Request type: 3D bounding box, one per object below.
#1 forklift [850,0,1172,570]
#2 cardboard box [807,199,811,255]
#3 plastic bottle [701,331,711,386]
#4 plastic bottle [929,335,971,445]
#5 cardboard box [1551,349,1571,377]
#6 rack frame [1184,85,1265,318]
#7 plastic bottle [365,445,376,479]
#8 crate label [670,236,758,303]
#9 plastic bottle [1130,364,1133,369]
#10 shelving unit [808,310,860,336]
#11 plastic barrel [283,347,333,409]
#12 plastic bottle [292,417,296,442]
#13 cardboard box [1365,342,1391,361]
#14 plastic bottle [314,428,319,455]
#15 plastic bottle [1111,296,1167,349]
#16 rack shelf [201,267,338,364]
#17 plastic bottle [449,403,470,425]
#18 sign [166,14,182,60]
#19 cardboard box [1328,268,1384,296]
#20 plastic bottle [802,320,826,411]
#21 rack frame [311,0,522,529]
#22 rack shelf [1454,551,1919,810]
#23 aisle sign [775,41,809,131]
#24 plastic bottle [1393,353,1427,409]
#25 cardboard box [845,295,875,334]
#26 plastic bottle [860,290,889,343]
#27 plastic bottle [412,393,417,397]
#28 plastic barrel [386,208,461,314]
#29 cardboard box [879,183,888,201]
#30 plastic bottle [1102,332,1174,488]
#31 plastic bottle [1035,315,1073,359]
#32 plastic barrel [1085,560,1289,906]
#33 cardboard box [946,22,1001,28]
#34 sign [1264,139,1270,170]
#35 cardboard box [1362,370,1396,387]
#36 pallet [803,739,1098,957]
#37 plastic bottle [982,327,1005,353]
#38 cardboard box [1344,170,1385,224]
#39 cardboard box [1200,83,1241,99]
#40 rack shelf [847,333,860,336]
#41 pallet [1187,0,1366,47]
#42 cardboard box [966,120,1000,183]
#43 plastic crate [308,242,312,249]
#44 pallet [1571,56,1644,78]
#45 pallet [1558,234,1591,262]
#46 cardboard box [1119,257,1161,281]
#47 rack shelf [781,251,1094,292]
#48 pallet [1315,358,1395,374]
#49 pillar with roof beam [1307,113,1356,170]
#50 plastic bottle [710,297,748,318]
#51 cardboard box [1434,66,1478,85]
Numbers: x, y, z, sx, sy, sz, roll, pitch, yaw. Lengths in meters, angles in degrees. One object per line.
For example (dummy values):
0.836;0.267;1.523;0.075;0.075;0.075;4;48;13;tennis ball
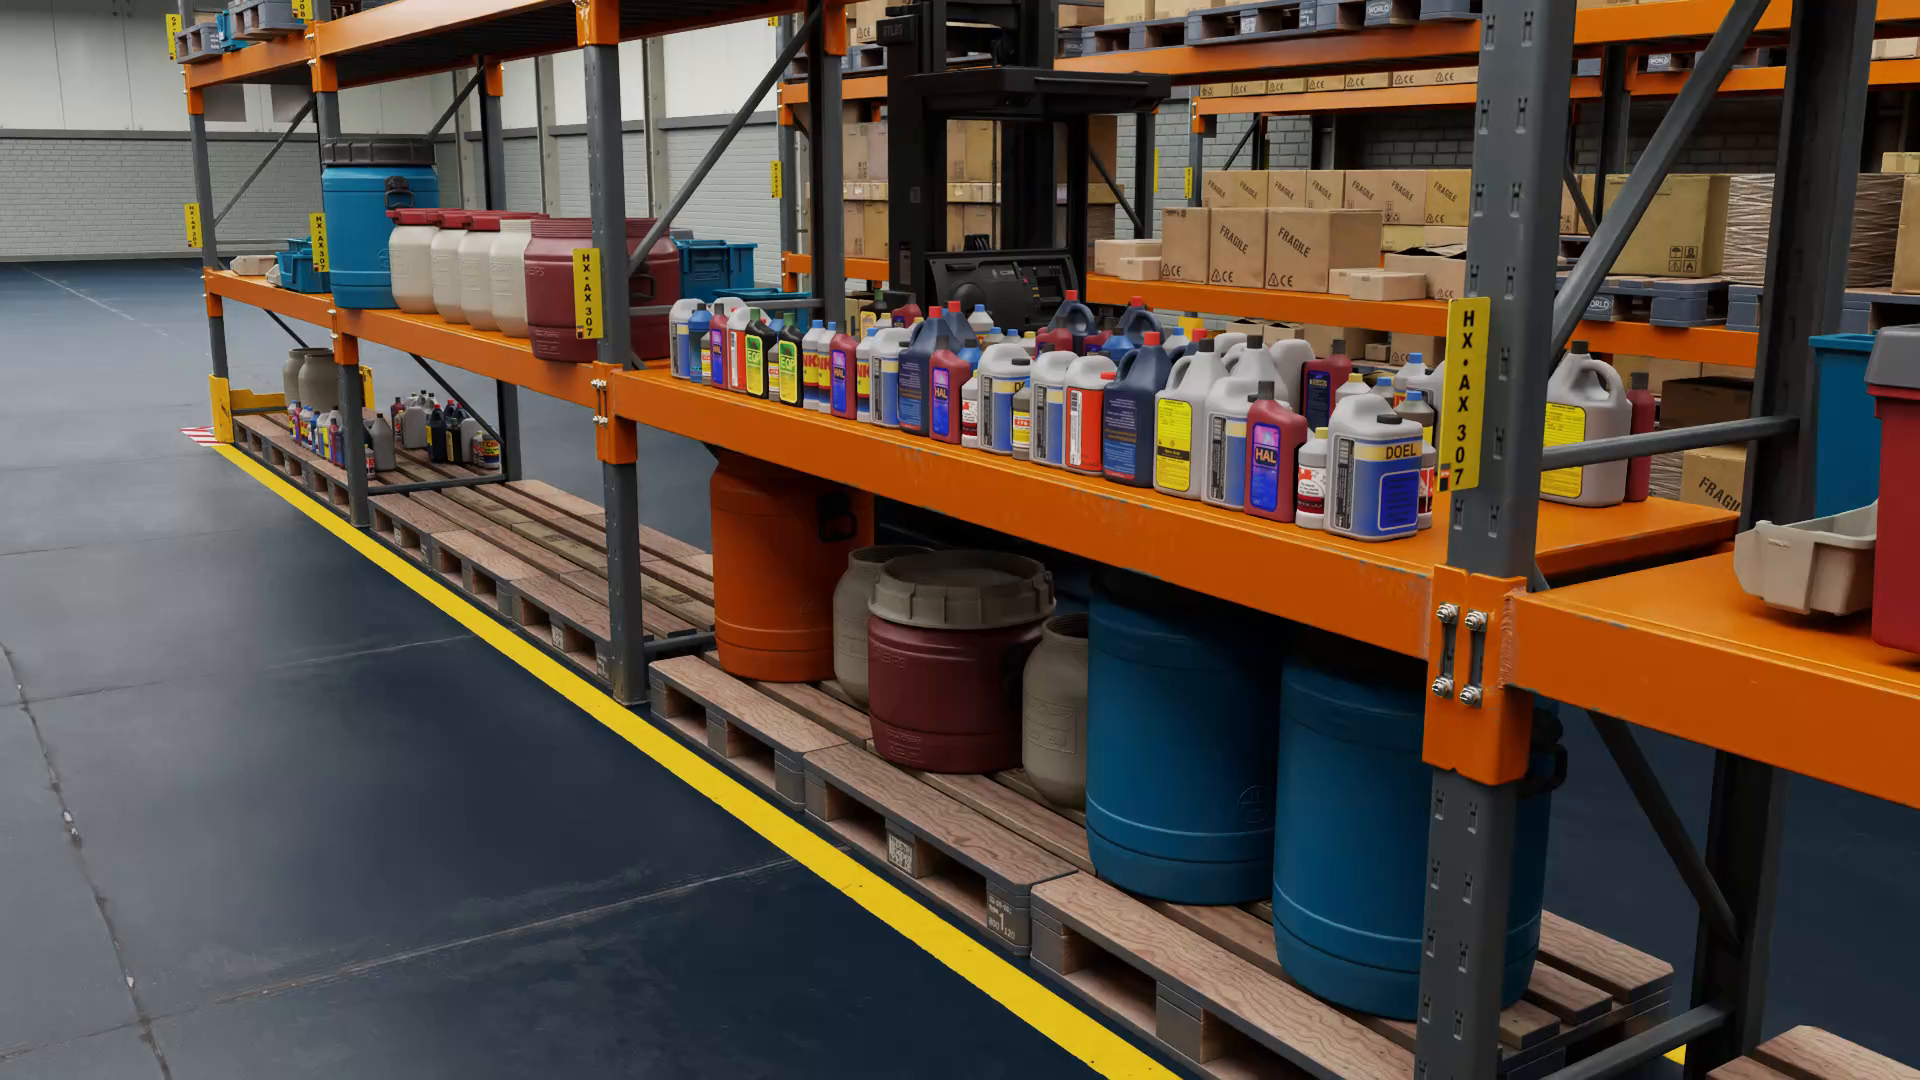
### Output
0.365;-1.323;8.551;1.130;2.935;3.031;-9;15;-35;forklift
-0.963;-2.859;15.181;0.700;0.500;0.500;-8;15;-33;cardboard box
-0.838;-0.633;5.700;0.097;0.201;0.097;0;12;0;plastic bottle
-0.027;-0.405;4.468;0.061;0.283;0.133;-8;15;-33;plastic bottle
5.548;-1.635;14.640;0.700;0.500;0.500;-8;14;-31;cardboard box
2.911;-3.482;18.262;1.000;3.000;0.127;-8;15;-33;rack frame
-3.581;-0.473;10.025;0.097;0.201;0.097;0;12;0;plastic bottle
-1.230;-1.112;7.345;0.502;0.435;0.616;-8;15;-33;crate label
0.436;-0.317;4.090;0.097;0.271;0.097;0;12;0;plastic bottle
-0.682;-0.786;10.146;0.258;1.200;0.503;-9;15;-35;shelving unit
-4.909;-1.191;12.627;0.421;0.512;0.421;0;12;0;plastic barrel
-4.534;-0.779;11.425;0.097;0.201;0.097;0;12;0;plastic bottle
4.257;-1.880;16.579;0.380;0.149;0.250;-10;16;-37;cardboard box
-4.178;-0.665;10.901;0.097;0.201;0.097;0;12;0;plastic bottle
0.538;-0.548;4.961;0.144;0.351;0.185;-8;15;-33;plastic bottle
-4.229;-1.602;11.351;1.077;0.370;4.000;-8;15;-33;rack shelf
-3.222;-0.711;10.764;0.144;0.351;0.185;-8;14;-31;plastic bottle
-5.797;-3.715;12.285;0.100;0.325;0.005;-8;15;-33;sign
2.468;-1.570;10.106;0.380;0.149;0.250;-7;14;-29;cardboard box
-0.434;-0.537;5.099;0.097;0.271;0.097;0;12;0;plastic bottle
-3.121;-1.598;9.647;1.000;3.000;0.127;-8;15;-33;rack frame
2.420;0.532;1.591;1.077;0.370;4.000;-8;15;-33;rack shelf
-1.503;-4.140;15.188;0.394;0.787;0.004;-8;15;-33;aisle sign
1.128;-0.329;4.144;0.097;0.271;0.097;0;12;0;plastic bottle
-0.821;-1.913;14.785;0.500;0.500;0.500;-8;15;-33;cardboard box
-0.325;-0.808;6.308;0.061;0.283;0.133;-8;15;-33;plastic bottle
-3.874;-0.904;11.802;0.061;0.283;0.133;-8;14;-31;plastic bottle
-2.773;-1.468;8.736;0.433;0.535;0.433;0;12;0;plastic barrel
-0.458;-2.937;14.016;0.380;0.149;0.250;-8;15;-33;cardboard box
0.428;-0.309;3.867;0.144;0.351;0.185;-8;15;-33;plastic bottle
0.290;-0.555;5.151;0.061;0.283;0.133;-8;15;-33;plastic bottle
0.632;0.420;4.348;0.600;0.901;0.708;-8;15;-33;plastic barrel
0.109;-3.982;12.805;0.380;0.149;0.250;-8;15;-33;cardboard box
3.384;-4.264;18.389;0.100;0.325;0.005;-8;15;-33;sign
2.597;-0.919;10.685;0.500;0.311;0.500;-9;15;-34;cardboard box
0.239;0.828;5.082;1.003;0.211;1.213;-8;15;-33;pallet
0.121;-0.618;5.630;0.097;0.201;0.097;0;12;0;plastic bottle
4.056;-3.300;15.978;0.500;0.500;0.500;-9;15;-34;cardboard box
2.888;-4.917;17.522;0.500;0.500;0.500;-8;14;-31;cardboard box
-0.682;-1.170;10.062;0.258;0.148;0.480;-9;15;-35;rack shelf
2.149;-3.154;10.183;1.003;0.211;1.213;-7;14;-30;pallet
0.473;-3.034;12.944;0.700;0.500;0.500;-8;15;-33;cardboard box
-4.455;-2.067;12.140;0.499;0.251;0.408;-8;15;-33;plastic crate
5.380;-4.022;14.149;1.213;0.211;1.003;-8;15;-33;pallet
5.429;-2.524;14.330;1.003;0.211;1.213;-8;15;-33;pallet
1.326;-1.879;11.521;0.380;0.149;0.250;-8;15;-33;cardboard box
-0.103;-2.188;14.029;1.077;0.370;4.000;-8;15;-33;rack shelf
4.045;-1.741;16.827;1.003;0.211;1.213;-8;15;-33;pallet
0.435;-5.881;15.190;9.100;9.000;0.400;-8;15;-33;pillar with roof beam
-0.807;-0.729;5.963;0.152;0.276;0.135;-8;15;-33;plastic bottle
4.640;-4.355;14.955;0.500;0.500;0.500;-8;14;-31;cardboard box
